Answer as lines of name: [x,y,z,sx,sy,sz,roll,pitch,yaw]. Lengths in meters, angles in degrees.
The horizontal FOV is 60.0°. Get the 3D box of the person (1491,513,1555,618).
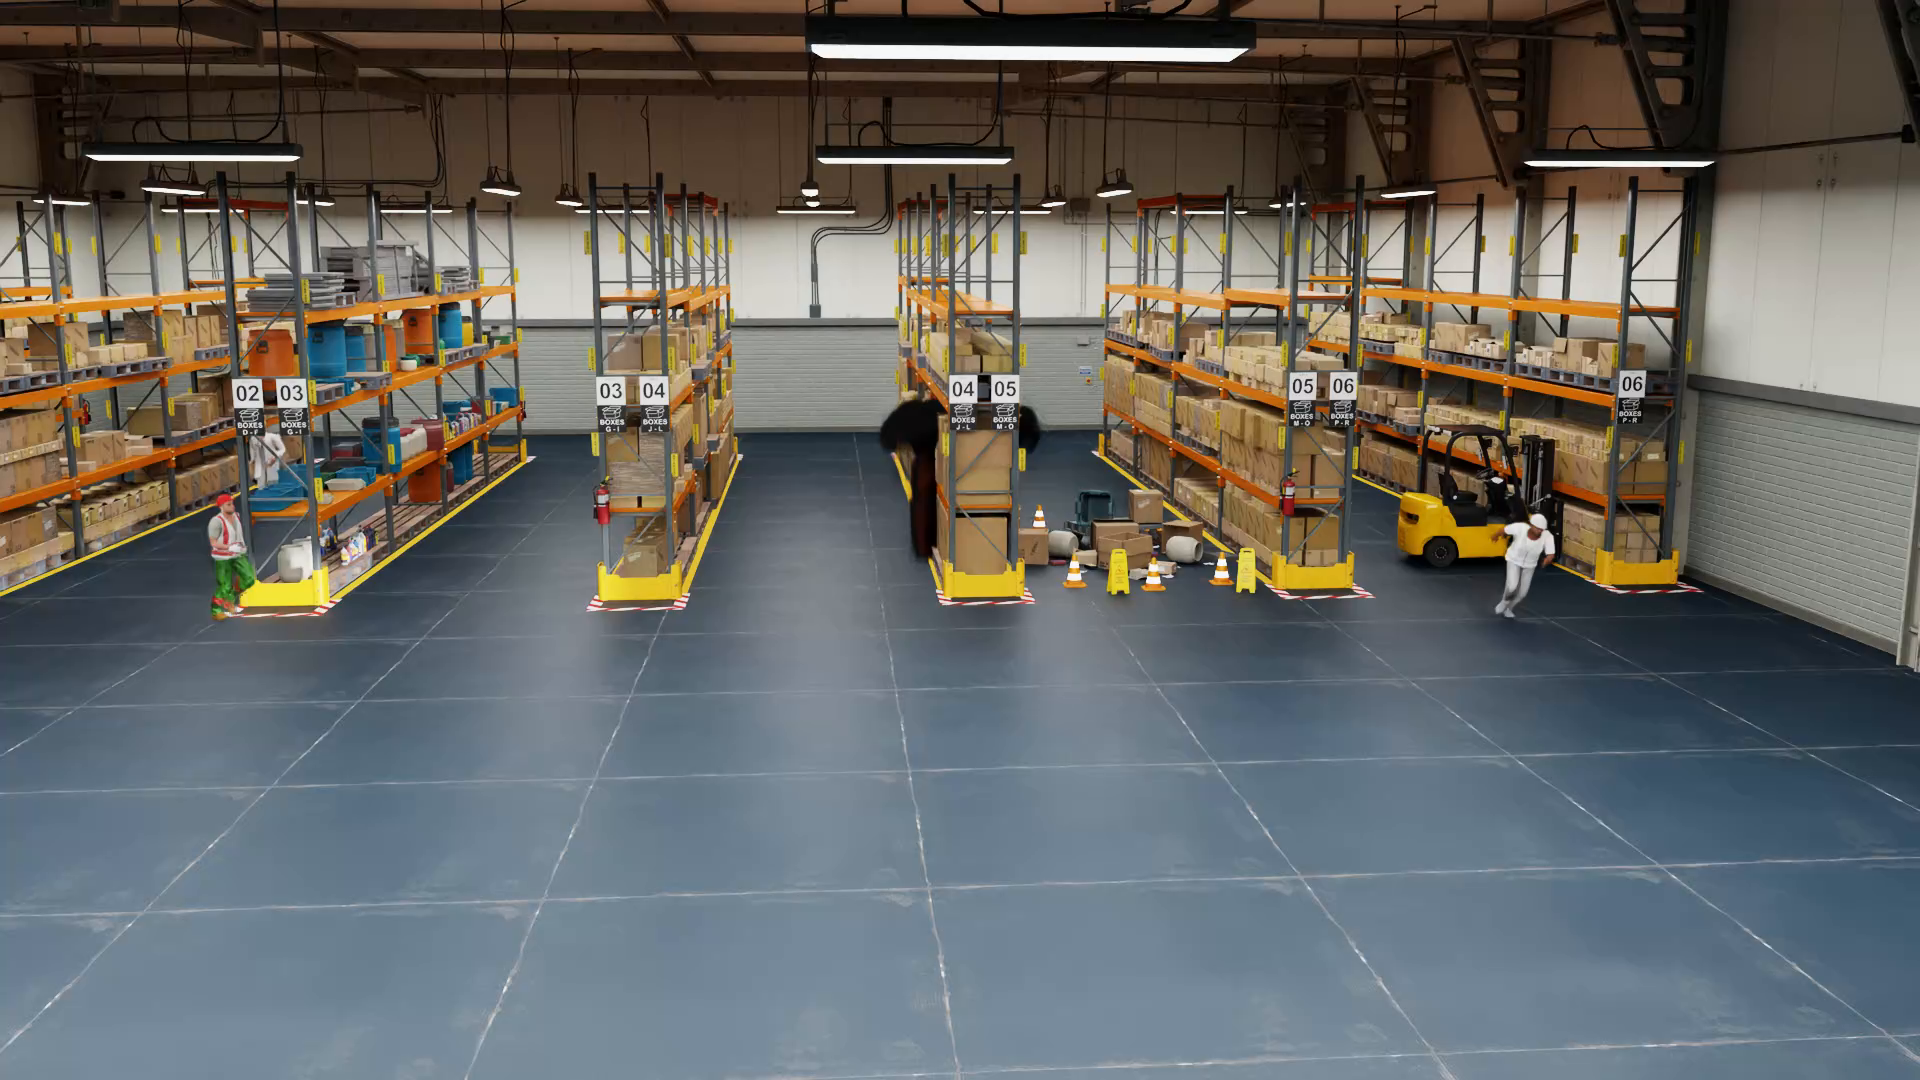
person: [7.565,0.347,22.286,0.689,1.520,1.016,0,10,3]

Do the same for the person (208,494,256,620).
person: [-9.793,0.226,22.366,0.753,1.727,0.685,5,11,25]

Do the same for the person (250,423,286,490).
person: [-13.030,-1.359,31.364,0.715,1.806,0.878,0,10,2]
